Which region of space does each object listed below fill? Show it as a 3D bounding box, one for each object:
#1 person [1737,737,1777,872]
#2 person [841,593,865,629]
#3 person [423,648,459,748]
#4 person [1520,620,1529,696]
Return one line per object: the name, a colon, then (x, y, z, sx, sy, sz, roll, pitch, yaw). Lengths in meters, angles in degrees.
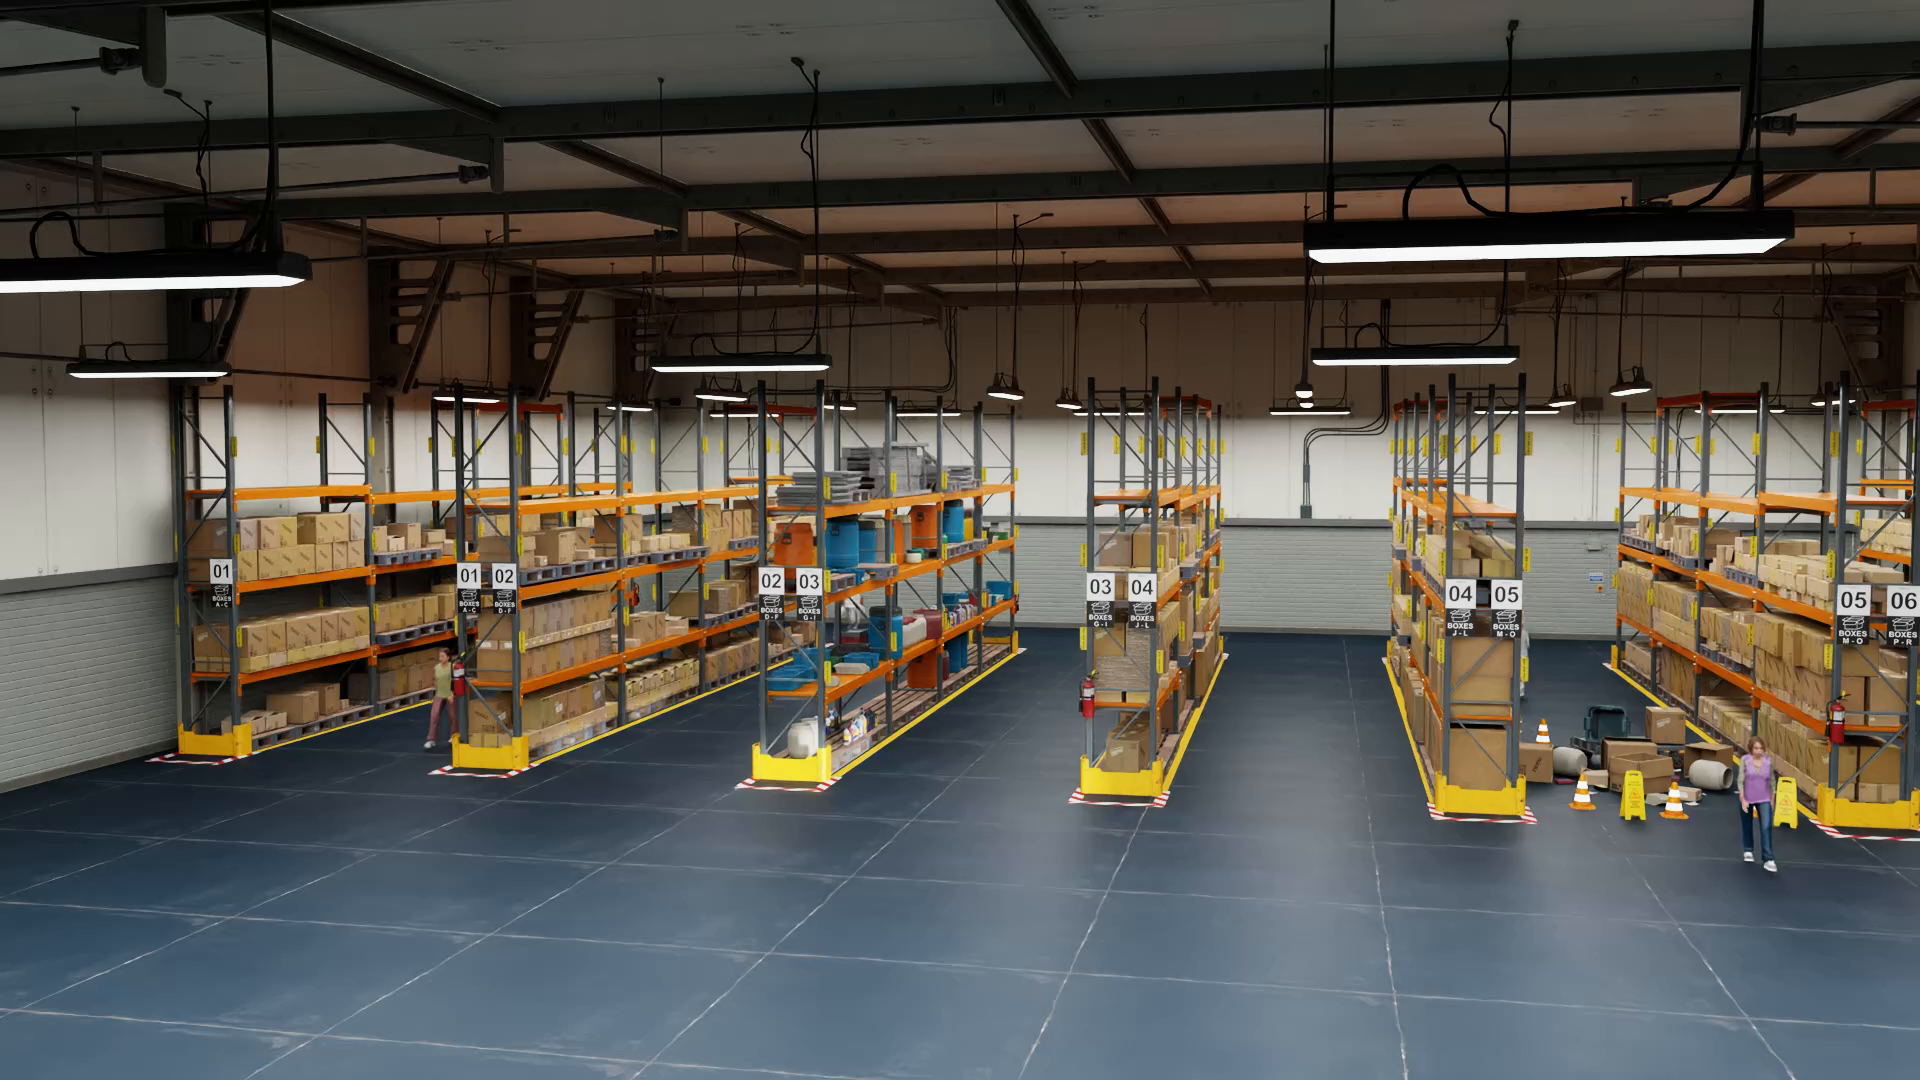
person: (9.432, 3.102, 19.686, 0.435, 1.551, 0.942, 1, 3, 21)
person: (-2.705, 1.742, 42.204, 0.638, 1.803, 0.426, -3, 4, -42)
person: (-8.598, 2.614, 27.719, 0.459, 1.623, 0.964, 0, 3, -1)
person: (11.245, 2.363, 33.413, 0.470, 1.552, 0.659, 0, 3, -3)
